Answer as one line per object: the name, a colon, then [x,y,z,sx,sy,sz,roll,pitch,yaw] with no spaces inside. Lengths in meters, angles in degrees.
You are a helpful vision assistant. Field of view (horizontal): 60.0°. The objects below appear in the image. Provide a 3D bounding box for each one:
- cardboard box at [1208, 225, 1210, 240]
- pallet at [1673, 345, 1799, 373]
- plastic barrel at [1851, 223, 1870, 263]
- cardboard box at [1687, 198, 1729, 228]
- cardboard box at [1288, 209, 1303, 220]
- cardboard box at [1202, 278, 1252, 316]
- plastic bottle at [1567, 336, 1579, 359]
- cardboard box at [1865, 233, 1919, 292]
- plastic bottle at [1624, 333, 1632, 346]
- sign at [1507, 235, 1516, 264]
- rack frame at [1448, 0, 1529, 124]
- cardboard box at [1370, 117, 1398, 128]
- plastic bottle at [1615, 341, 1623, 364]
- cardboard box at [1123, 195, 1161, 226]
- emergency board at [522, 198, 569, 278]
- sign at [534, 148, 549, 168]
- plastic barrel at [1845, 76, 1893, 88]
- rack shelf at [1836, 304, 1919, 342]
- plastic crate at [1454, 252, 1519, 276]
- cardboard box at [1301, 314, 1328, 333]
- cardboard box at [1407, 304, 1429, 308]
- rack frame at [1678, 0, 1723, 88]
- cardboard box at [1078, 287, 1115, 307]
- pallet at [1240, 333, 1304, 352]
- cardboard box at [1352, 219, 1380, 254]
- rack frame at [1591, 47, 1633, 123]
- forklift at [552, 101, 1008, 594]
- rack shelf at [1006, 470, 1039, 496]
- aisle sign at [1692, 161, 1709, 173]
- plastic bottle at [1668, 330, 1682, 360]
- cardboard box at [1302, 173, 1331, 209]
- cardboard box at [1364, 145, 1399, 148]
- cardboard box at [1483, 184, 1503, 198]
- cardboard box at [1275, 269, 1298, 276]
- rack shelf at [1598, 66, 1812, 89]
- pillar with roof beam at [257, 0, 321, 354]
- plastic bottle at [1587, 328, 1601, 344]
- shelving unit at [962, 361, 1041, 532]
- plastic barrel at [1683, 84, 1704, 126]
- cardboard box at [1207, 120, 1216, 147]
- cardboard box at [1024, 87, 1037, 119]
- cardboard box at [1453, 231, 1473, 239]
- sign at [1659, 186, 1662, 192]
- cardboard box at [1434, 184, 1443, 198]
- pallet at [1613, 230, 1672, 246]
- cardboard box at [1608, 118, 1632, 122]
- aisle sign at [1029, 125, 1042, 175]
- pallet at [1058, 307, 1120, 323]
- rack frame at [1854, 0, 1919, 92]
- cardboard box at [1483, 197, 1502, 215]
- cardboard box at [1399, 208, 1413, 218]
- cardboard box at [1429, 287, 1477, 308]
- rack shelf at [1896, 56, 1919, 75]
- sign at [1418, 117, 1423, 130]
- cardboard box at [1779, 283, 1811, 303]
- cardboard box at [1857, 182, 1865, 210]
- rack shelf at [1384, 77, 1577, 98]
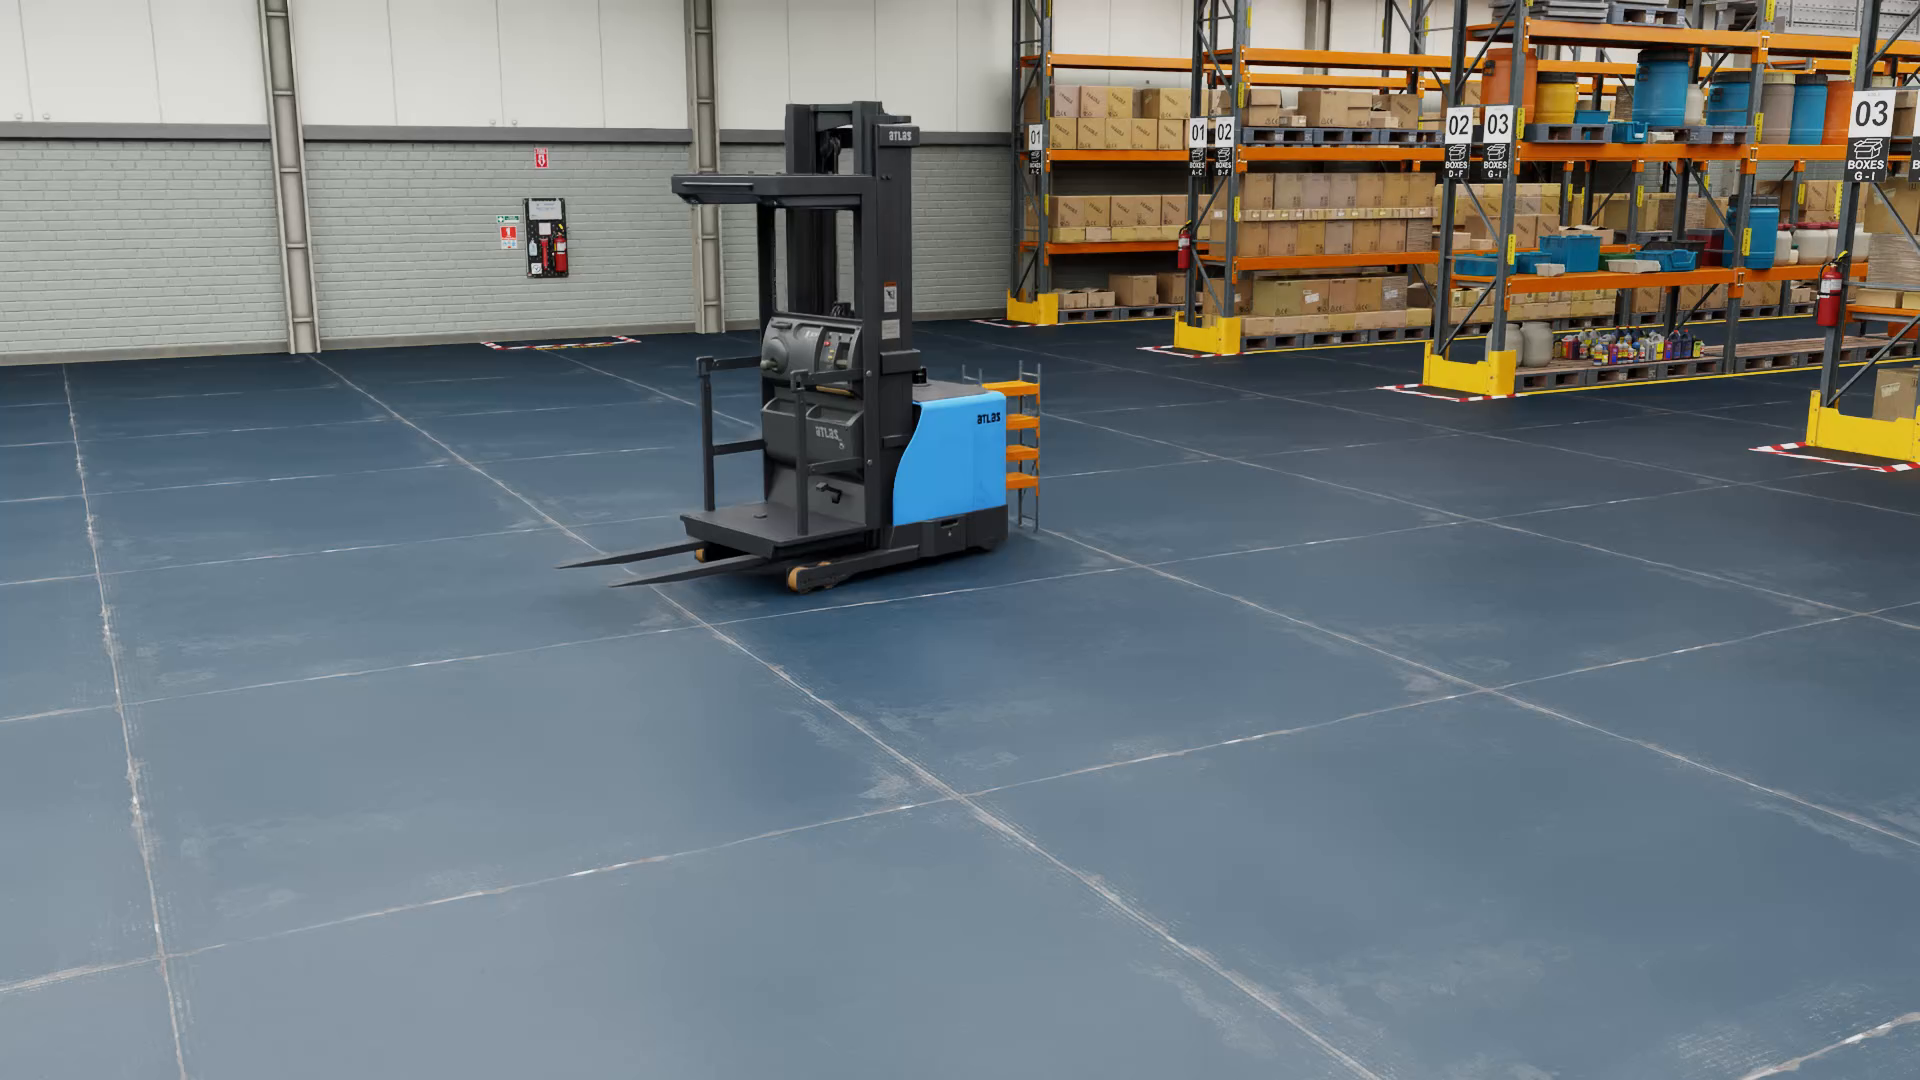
cardboard box: [4.382,-5.370,28.934,0.500,0.250,0.500,-7,14,-28]
pallet: [10.071,-2.362,21.623,1.213,0.211,1.003,-7,14,-28]
plastic barrel: [11.740,-3.914,21.914,0.421,0.512,0.421,0,13,0]
cardboard box: [12.530,-5.485,27.964,0.500,0.500,0.700,-12,17,-42]
cardboard box: [4.639,-4.612,23.564,0.250,0.149,0.380,-7,14,-29]
cardboard box: [3.847,-3.509,23.969,0.500,0.500,0.500,-7,14,-28]
plastic bottle: [7.577,-2.379,20.534,0.133,0.283,0.061,-7,14,-28]
cardboard box: [8.758,-2.503,14.996,0.500,0.500,0.875,-7,14,-28]
plastic bottle: [8.423,-2.472,20.975,0.097,0.271,0.097,0,13,0]
sign: [6.149,-3.240,18.543,0.005,0.325,0.100,-7,14,-28]
rack frame: [5.889,-6.138,18.388,0.127,3.000,1.000,-7,14,-28]
cardboard box: [6.102,-6.022,23.999,0.250,0.149,0.380,-7,14,-28]
plastic bottle: [7.930,-2.262,20.039,0.097,0.271,0.097,0,13,0]
cardboard box: [3.047,-5.575,28.138,0.500,0.500,0.500,-6,14,-26]
emergency board: [-6.112,-4.477,24.671,0.643,1.169,0.194,-7,14,-28]
sign: [-6.167,-5.626,24.498,0.199,0.298,0.001,-7,14,-28]
plastic barrel: [12.086,-5.716,22.204,0.600,0.901,0.600,0,13,0]
rack shelf: [10.018,-2.116,15.819,4.000,0.370,1.077,-7,14,-28]
plastic crate: [6.185,-3.249,19.553,0.616,0.251,0.499,-7,14,-28]
cardboard box: [4.972,-3.149,24.076,0.500,0.250,0.500,-7,14,-28]
cardboard box: [7.255,-3.550,25.858,0.500,0.250,0.500,-7,14,-28]
rack frame: [15.186,-9.731,34.351,0.127,3.000,1.000,-7,14,-28]
cardboard box: [2.293,-4.139,28.290,0.500,0.311,0.500,-6,14,-23]
pallet: [4.170,-2.895,23.990,1.213,0.211,1.003,-7,14,-28]
cardboard box: [5.741,-4.479,24.453,0.500,0.500,0.700,-7,14,-27]
rack frame: [10.541,-7.935,26.371,0.127,3.000,1.000,-7,14,-28]
forklift: [-1.097,-1.231,10.403,3.031,2.935,1.130,-12,17,-42]
rack shelf: [0.287,-0.378,11.767,0.480,0.148,0.258,-8,15,-32]
aisle sign: [15.393,-8.022,34.501,0.004,0.787,0.394,-7,14,-28]
plastic bottle: [8.804,-2.411,20.522,0.185,0.351,0.144,-8,15,-31]
cardboard box: [4.882,-5.010,23.856,0.500,0.500,0.700,-7,14,-28]
cardboard box: [7.661,-7.264,30.381,0.500,0.311,0.500,-7,14,-28]
cardboard box: [10.039,-6.695,31.866,0.500,0.250,0.500,-7,15,-29]
cardboard box: [5.720,-4.681,30.269,0.500,0.500,0.700,-7,15,-29]
rack shelf: [12.296,-7.599,27.429,4.000,0.370,1.077,-7,14,-28]
pillar with roof beam: [-7.128,-6.196,18.644,0.400,9.000,9.100,-7,14,-28]
plastic bottle: [7.954,-2.485,20.850,0.185,0.351,0.144,-7,14,-28]
shelving unit: [0.287,-0.637,11.709,0.503,1.200,0.258,-8,15,-32]
plastic barrel: [8.928,-5.348,20.496,0.421,0.512,0.421,0,13,0]
cardboard box: [4.326,-6.962,28.609,0.500,0.500,0.500,-6,14,-26]
cardboard box: [1.395,-7.226,27.504,0.500,0.500,0.500,-6,14,-25]
cardboard box: [7.713,-4.649,25.743,0.258,0.266,0.396,-7,15,-29]
sign: [14.925,-7.372,35.384,0.005,0.325,0.100,-7,14,-28]
cardboard box: [8.711,-6.533,31.147,0.500,0.250,0.500,-6,14,-27]
pallet: [11.102,-4.999,27.428,1.003,0.211,1.213,-7,14,-28]
cardboard box: [10.907,-6.573,26.922,0.500,0.500,0.910,-7,14,-28]
aisle sign: [1.223,-6.323,26.954,0.004,0.787,0.394,-7,14,-28]
pallet: [1.939,-3.847,28.222,1.213,0.211,1.003,-7,14,-28]
rack frame: [8.262,-5.184,14.147,0.127,3.000,1.000,-7,14,-28]
cardboard box: [10.066,-6.329,31.950,0.500,0.500,0.500,-6,14,-26]
cardboard box: [6.447,-4.829,24.529,0.250,0.149,0.380,-7,15,-30]
cardboard box: [7.512,-3.720,25.334,0.500,0.311,0.500,-7,14,-28]
rack shelf: [14.666,-6.644,23.186,4.000,0.370,1.077,-7,14,-28]
sign: [8.422,-7.573,30.418,0.005,0.325,0.100,-7,14,-28]
cardboard box: [14.524,-4.334,29.158,0.500,0.311,0.500,-7,14,-28]
cardboard box: [15.504,-6.069,29.240,0.500,0.500,0.500,-7,15,-30]
rack shelf: [9.919,-8.553,31.669,4.000,0.370,1.077,-7,14,-28]
